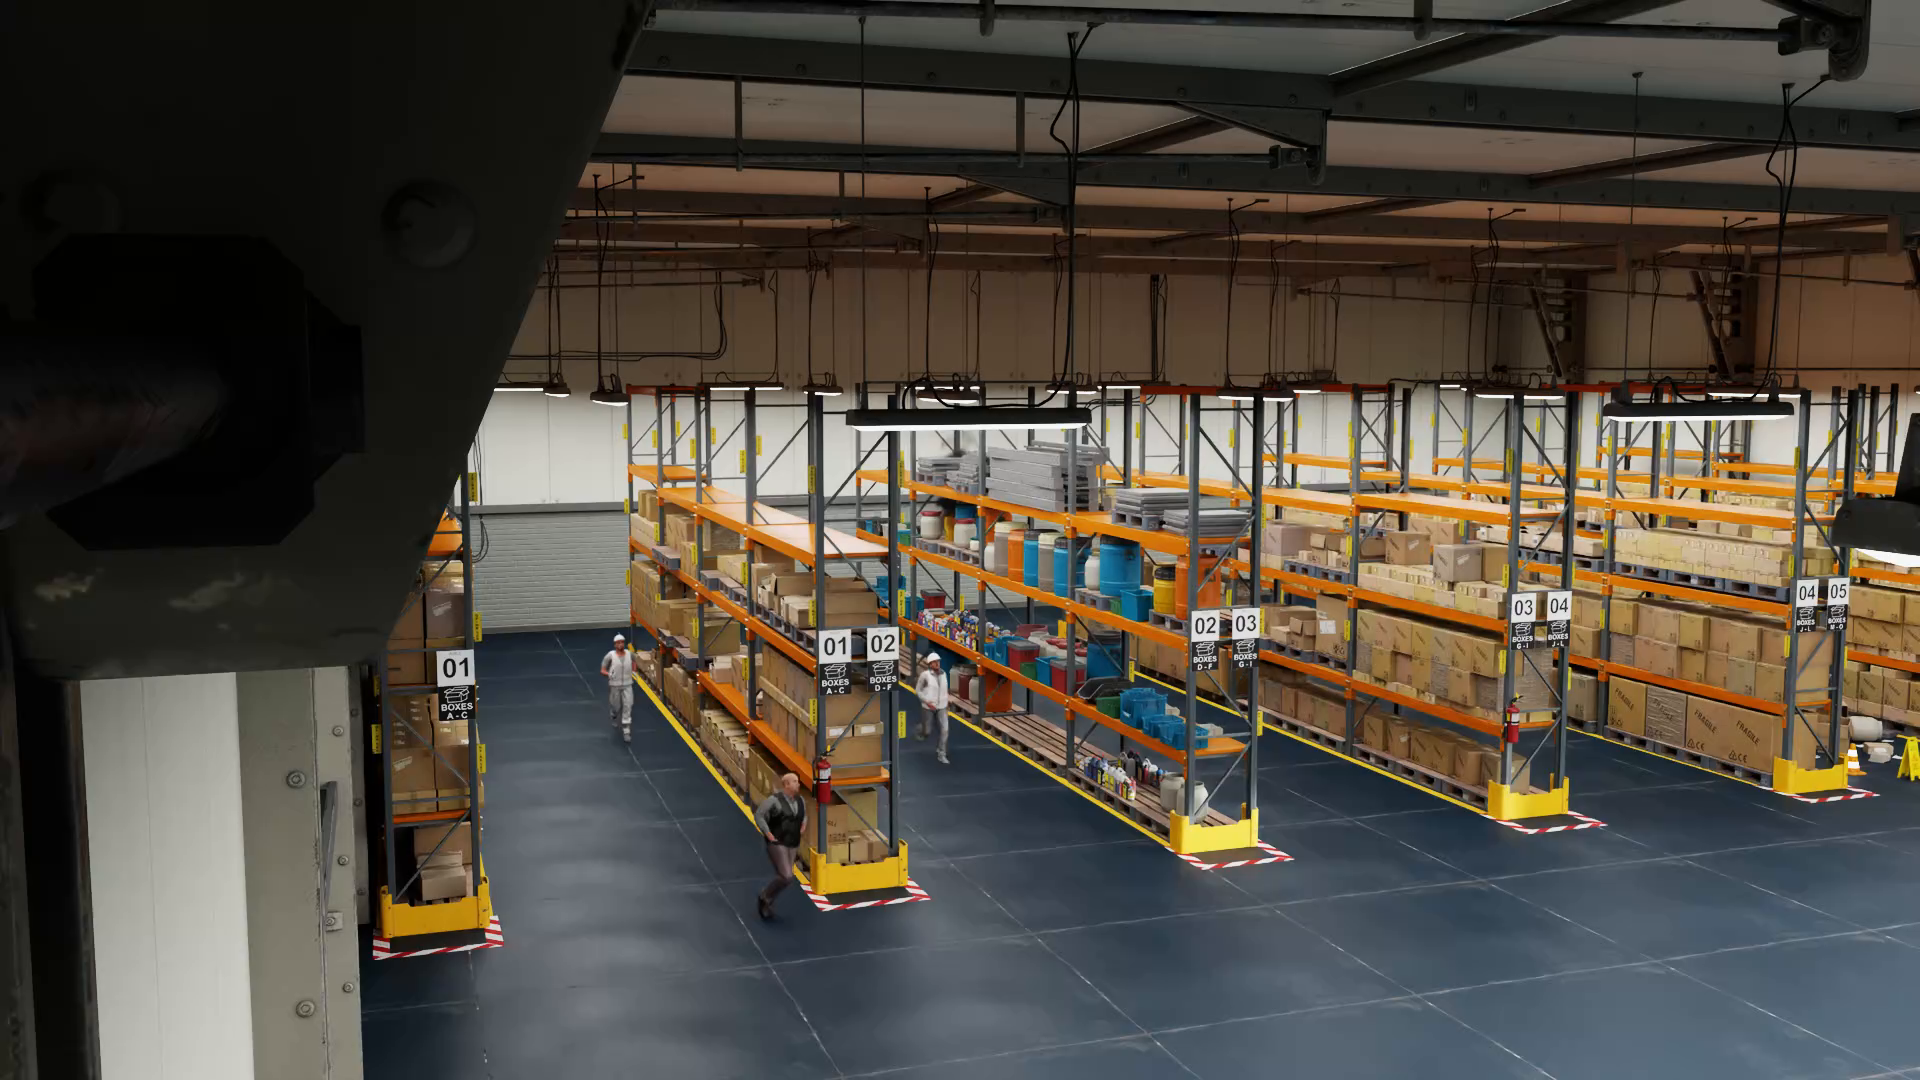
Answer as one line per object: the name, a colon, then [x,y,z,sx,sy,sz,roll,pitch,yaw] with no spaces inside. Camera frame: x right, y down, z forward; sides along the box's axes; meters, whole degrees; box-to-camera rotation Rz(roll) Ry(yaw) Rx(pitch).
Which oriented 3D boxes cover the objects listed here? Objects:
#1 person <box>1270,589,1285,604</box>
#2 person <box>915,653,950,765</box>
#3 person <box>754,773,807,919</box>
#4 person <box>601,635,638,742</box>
person: [7.942,1.196,41.650,0.853,1.716,0.556,-3,7,-30]
person: [-0.433,2.706,26.978,0.643,1.759,0.999,-2,6,-23]
person: [-2.026,3.522,19.244,0.594,1.646,0.717,5,8,40]
person: [-5.798,2.498,28.423,0.658,1.782,0.977,-3,6,-23]
